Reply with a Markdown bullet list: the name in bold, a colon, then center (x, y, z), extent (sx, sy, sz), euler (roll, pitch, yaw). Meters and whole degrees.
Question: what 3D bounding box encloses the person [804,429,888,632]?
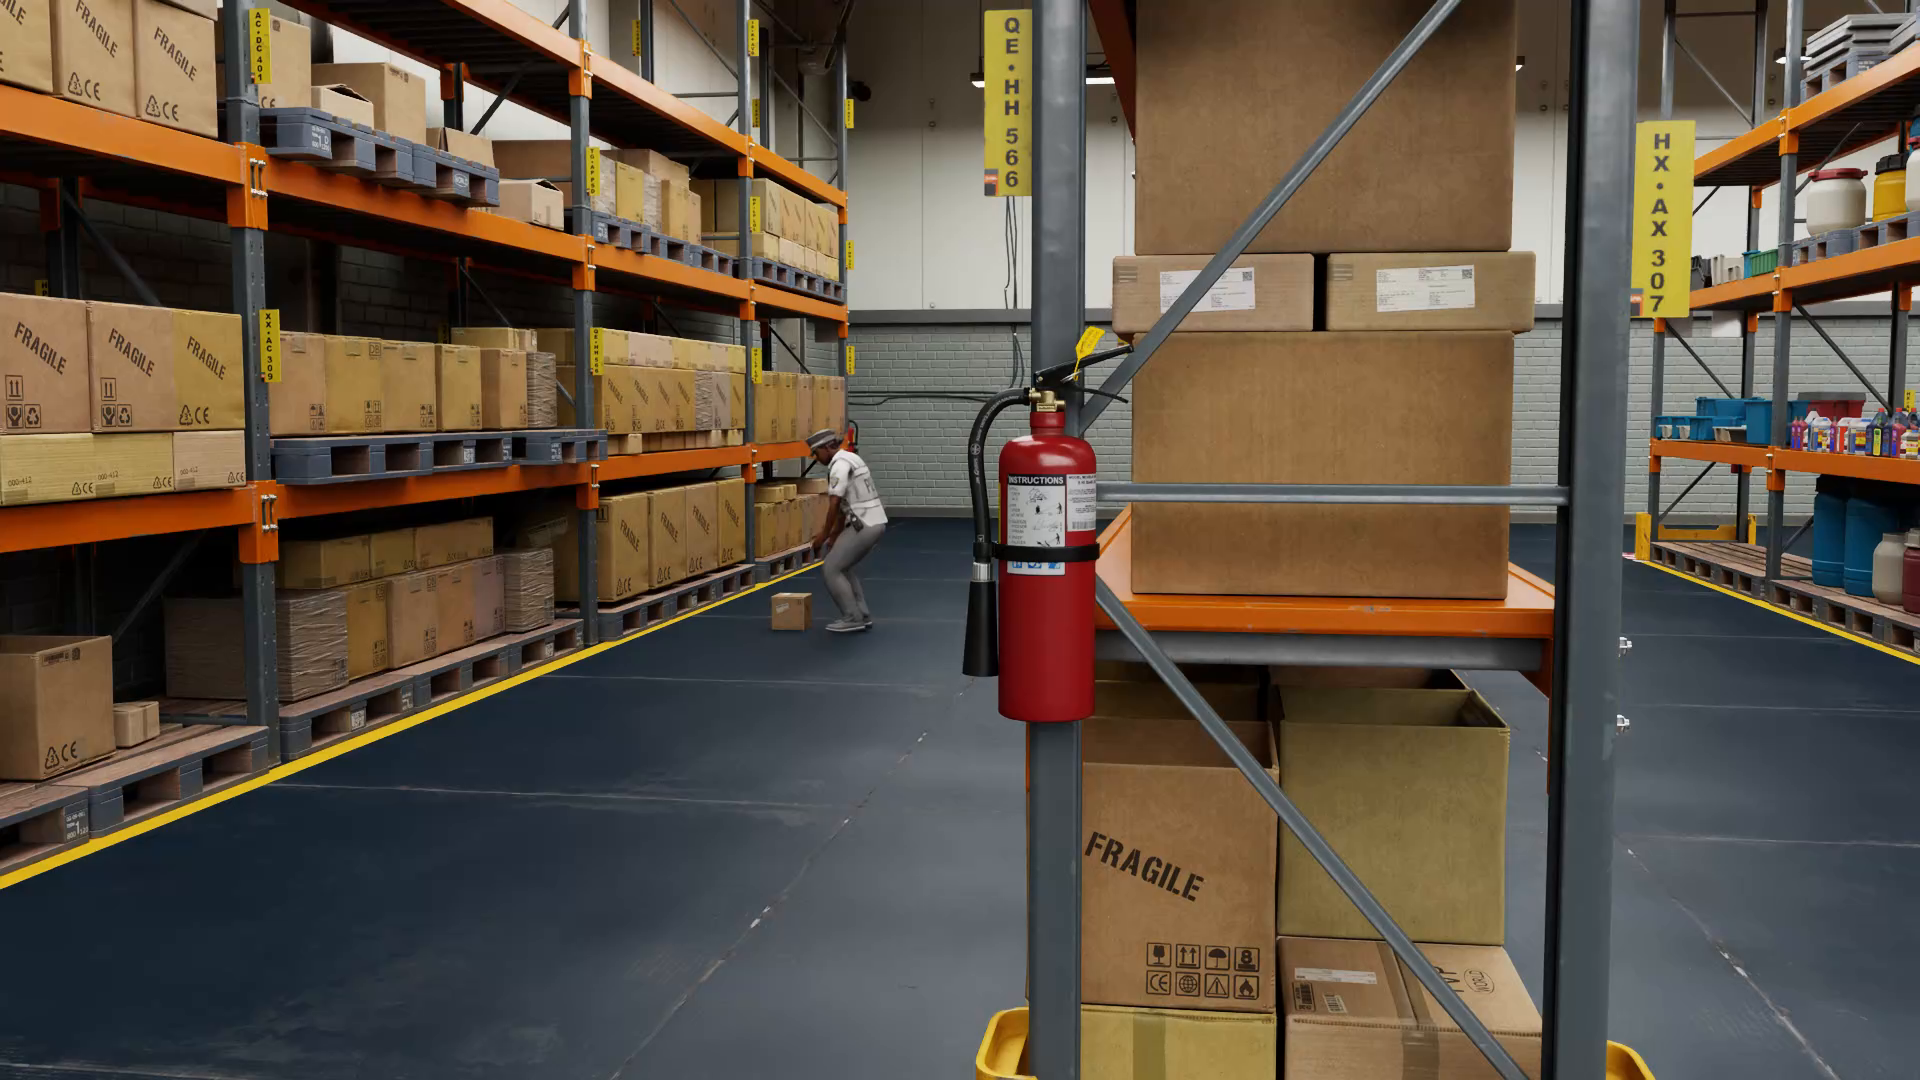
- **person**: center (-0.854, -0.073, 12.371), extent (0.607, 1.508, 0.487), euler (1, 5, 9)
